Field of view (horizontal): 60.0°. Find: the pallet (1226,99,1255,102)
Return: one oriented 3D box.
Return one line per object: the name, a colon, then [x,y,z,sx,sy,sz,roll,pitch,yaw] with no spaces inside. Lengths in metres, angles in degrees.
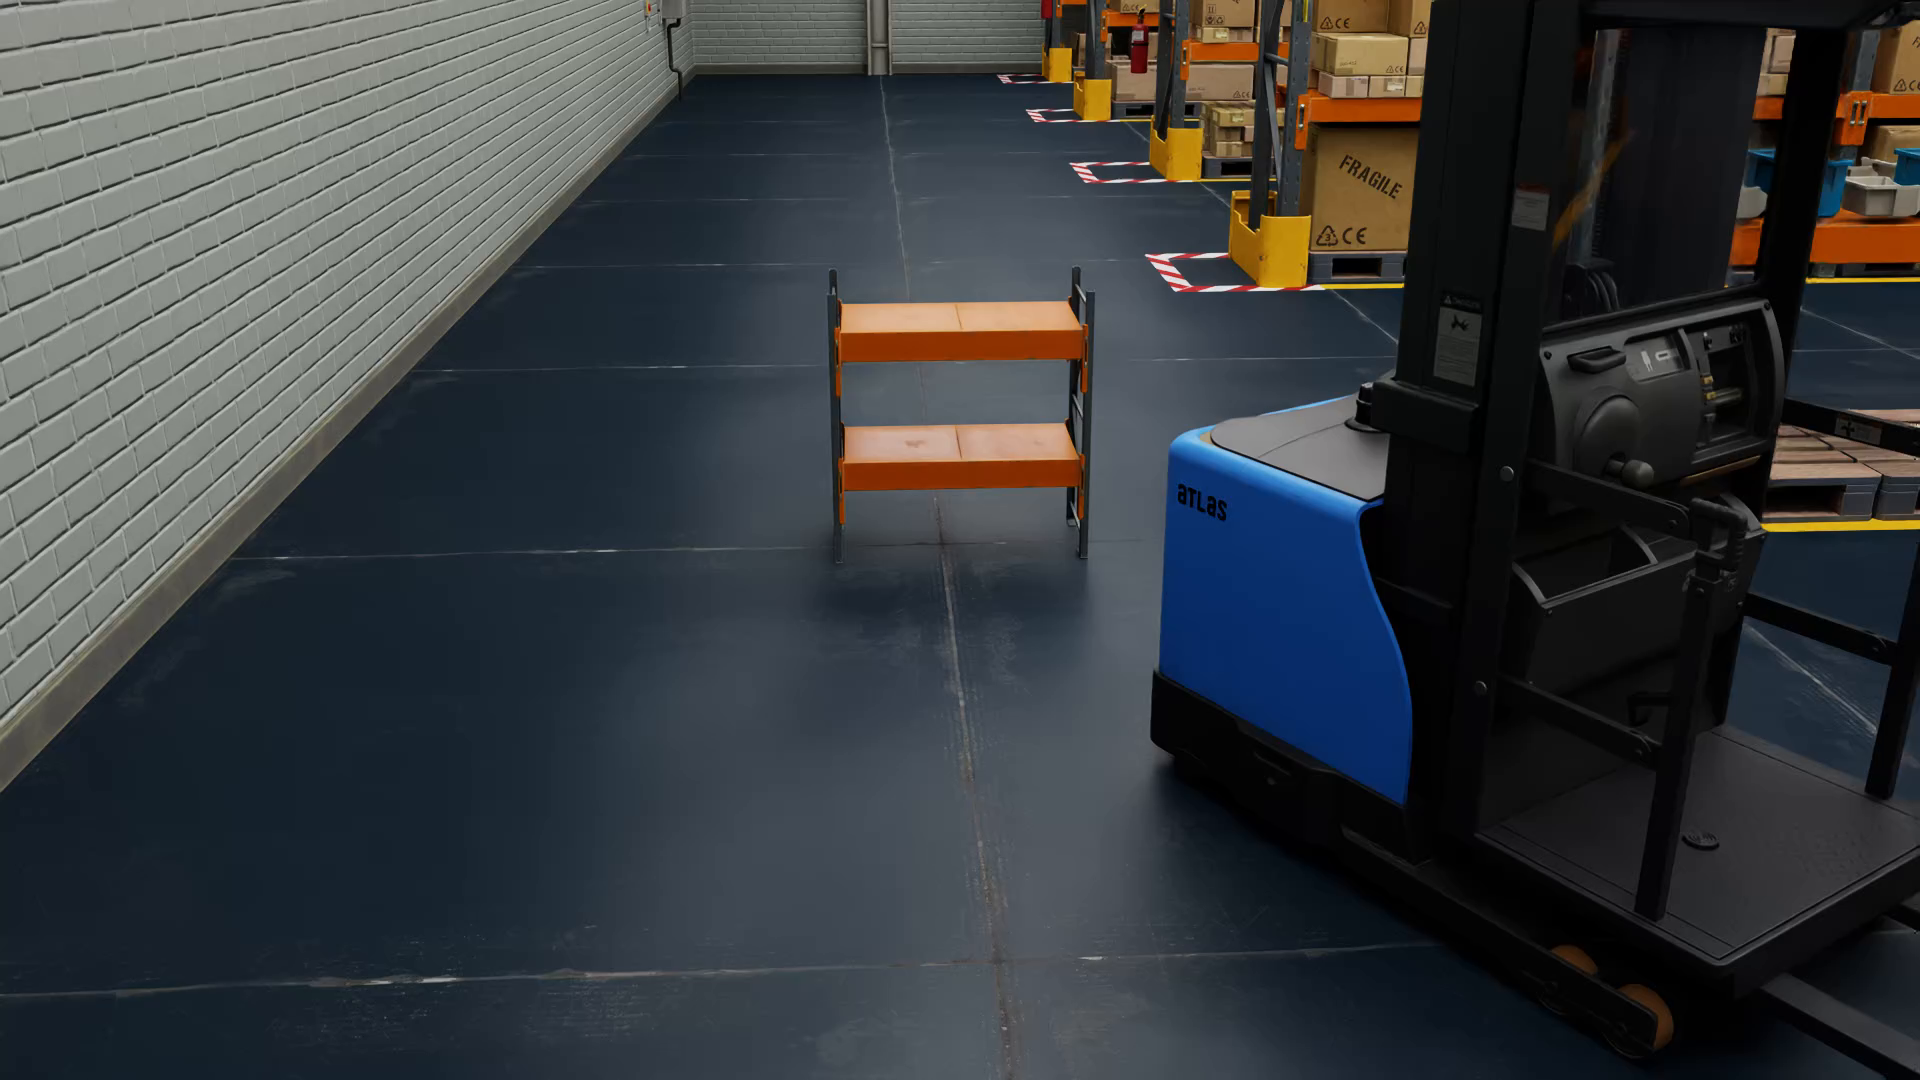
pallet: [3.743,-5.691,21.773,1.213,0.211,1.003,-1,21,-3]

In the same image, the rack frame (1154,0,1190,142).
rack frame: [2.117,-5.171,16.486,0.127,3.000,1.000,-1,21,-3]

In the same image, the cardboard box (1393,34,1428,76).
cardboard box: [3.313,-3.402,11.634,0.500,0.250,0.500,-1,21,-4]

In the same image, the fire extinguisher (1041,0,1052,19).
fire extinguisher: [1.326,-8.313,25.372,0.183,0.674,0.296,-1,21,-3]

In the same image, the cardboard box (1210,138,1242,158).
cardboard box: [2.658,-3.931,16.648,0.250,0.149,0.380,-1,21,-2]

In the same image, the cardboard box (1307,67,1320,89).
cardboard box: [2.636,-3.413,12.224,0.250,0.149,0.380,-1,21,-2]

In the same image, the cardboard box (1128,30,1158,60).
cardboard box: [2.918,-7.701,26.054,0.500,0.500,0.700,0,21,-1]

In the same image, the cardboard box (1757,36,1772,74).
cardboard box: [5.351,-3.443,11.742,0.500,0.250,0.500,-1,21,-1]

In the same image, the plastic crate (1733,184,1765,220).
plastic crate: [3.172,-1.417,6.914,0.298,0.136,0.250,-1,21,-3]

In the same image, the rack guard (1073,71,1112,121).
rack guard: [1.710,-5.758,21.543,0.348,0.500,1.175,-1,21,-3]

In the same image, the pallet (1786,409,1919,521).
pallet: [4.623,-0.371,7.798,1.213,0.211,1.003,-1,21,-3]

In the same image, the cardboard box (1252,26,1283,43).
cardboard box: [2.983,-4.950,16.259,0.250,0.149,0.380,-2,21,-5]

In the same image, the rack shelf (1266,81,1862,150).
rack shelf: [4.296,-3.111,12.088,4.000,0.370,1.077,-1,21,-3]

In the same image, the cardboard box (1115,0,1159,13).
cardboard box: [2.229,-6.881,20.839,0.500,0.500,0.500,-1,21,-3]

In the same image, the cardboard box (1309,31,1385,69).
cardboard box: [2.768,-3.580,12.100,0.500,0.250,0.500,-1,21,-4]

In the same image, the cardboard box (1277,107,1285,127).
cardboard box: [3.187,-4.210,16.545,0.250,0.149,0.380,-1,21,-3]

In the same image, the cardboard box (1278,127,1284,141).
cardboard box: [3.171,-4.115,16.712,0.250,0.149,0.380,-1,21,-2]

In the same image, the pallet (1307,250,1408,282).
pallet: [3.093,-2.147,12.465,1.213,0.211,1.003,-1,21,-3]

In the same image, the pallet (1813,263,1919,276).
pallet: [7.059,-2.227,12.674,1.213,0.211,1.003,-1,21,-3]

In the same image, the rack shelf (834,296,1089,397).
rack shelf: [-0.007,-0.799,6.816,1.000,0.278,0.538,-1,21,-3]

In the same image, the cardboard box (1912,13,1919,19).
cardboard box: [6.930,-4.019,11.912,0.637,0.503,0.797,-2,21,-4]

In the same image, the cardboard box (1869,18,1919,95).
cardboard box: [6.766,-3.455,11.840,0.500,0.500,0.500,-1,21,-3]

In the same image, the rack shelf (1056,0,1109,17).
rack shelf: [3.443,-8.395,25.965,4.000,0.370,1.077,-1,21,-3]

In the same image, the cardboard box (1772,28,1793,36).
cardboard box: [5.849,-3.803,11.633,0.500,0.500,0.500,-1,21,-1]

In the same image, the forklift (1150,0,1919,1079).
forklift: [1.848,-0.345,3.908,1.130,2.935,3.031,-14,25,-32]

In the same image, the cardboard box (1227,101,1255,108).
cardboard box: [2.885,-4.398,17.037,0.250,0.149,0.380,-1,21,-2]

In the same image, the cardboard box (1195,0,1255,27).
cardboard box: [2.581,-5.267,16.182,0.500,0.500,0.500,0,21,0]

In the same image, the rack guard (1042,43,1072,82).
rack guard: [1.522,-7.523,26.179,0.348,0.500,1.175,-1,21,-3]

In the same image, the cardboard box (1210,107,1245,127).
cardboard box: [2.660,-4.203,16.524,0.250,0.149,0.380,-2,21,-6]

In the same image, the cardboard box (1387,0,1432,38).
cardboard box: [3.293,-3.750,11.494,0.500,0.500,0.500,-2,21,-4]

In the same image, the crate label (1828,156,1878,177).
crate label: [3.953,-1.648,7.520,0.243,0.136,0.396,-1,21,-3]

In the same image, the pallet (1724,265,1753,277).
pallet: [5.529,-2.197,12.595,1.213,0.211,1.003,-1,21,-3]

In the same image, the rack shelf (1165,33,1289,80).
rack shelf: [4.114,-4.875,16.721,4.000,0.370,1.077,-1,21,-3]

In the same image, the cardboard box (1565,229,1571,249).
cardboard box: [4.731,-2.688,12.361,0.875,0.875,0.875,-1,21,-3]

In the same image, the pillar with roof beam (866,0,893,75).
pillar with roof beam: [-1.051,-10.230,21.343,0.400,9.000,9.100,-1,21,-3]

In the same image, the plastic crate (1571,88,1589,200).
plastic crate: [2.906,-1.765,7.407,0.499,0.435,0.616,-1,21,-3]

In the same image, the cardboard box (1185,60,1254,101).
cardboard box: [3.300,-5.996,21.666,0.875,0.438,0.875,-1,21,-2]

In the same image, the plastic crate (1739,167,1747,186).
plastic crate: [3.386,-1.633,7.480,0.243,0.136,0.396,-1,21,-3]

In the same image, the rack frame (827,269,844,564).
rack frame: [-0.514,-0.515,6.893,0.032,1.125,0.500,-1,21,-3]

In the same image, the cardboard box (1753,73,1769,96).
cardboard box: [5.494,-3.237,11.762,0.250,0.149,0.380,-2,21,-4]

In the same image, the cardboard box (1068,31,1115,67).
cardboard box: [2.063,-7.699,26.044,0.637,0.503,0.797,-2,21,-5]

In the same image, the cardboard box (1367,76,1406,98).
cardboard box: [2.929,-3.185,11.624,0.250,0.149,0.380,-1,21,-4]

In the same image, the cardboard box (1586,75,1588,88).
cardboard box: [4.208,-3.211,11.692,0.250,0.149,0.380,-2,21,-4]

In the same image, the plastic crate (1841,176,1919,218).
plastic crate: [3.850,-1.431,6.950,0.298,0.136,0.250,-1,21,-3]

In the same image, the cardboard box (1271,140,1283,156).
cardboard box: [3.163,-3.973,16.758,0.250,0.149,0.380,-1,21,-2]

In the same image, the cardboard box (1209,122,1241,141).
cardboard box: [2.655,-4.093,16.654,0.250,0.149,0.380,0,21,-1]

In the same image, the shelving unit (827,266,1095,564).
shelving unit: [-0.007,-0.526,6.920,1.048,1.125,0.538,-1,21,-3]

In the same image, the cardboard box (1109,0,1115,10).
cardboard box: [2.200,-7.078,21.354,0.500,0.500,0.500,-1,21,-3]

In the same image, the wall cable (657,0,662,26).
wall cable: [-3.987,-7.783,21.919,0.122,1.984,0.588,-1,21,-3]

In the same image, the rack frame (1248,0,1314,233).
rack frame: [2.299,-3.407,11.853,0.127,3.000,1.000,-1,21,-3]

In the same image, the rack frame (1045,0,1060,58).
rack frame: [1.447,-8.690,25.730,0.127,3.000,1.000,-1,21,-3]

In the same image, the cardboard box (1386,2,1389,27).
cardboard box: [4.112,-5.305,16.281,0.500,0.500,0.500,-2,21,-4]

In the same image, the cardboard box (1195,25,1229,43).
cardboard box: [2.459,-4.943,16.242,0.250,0.149,0.380,-1,21,-3]
